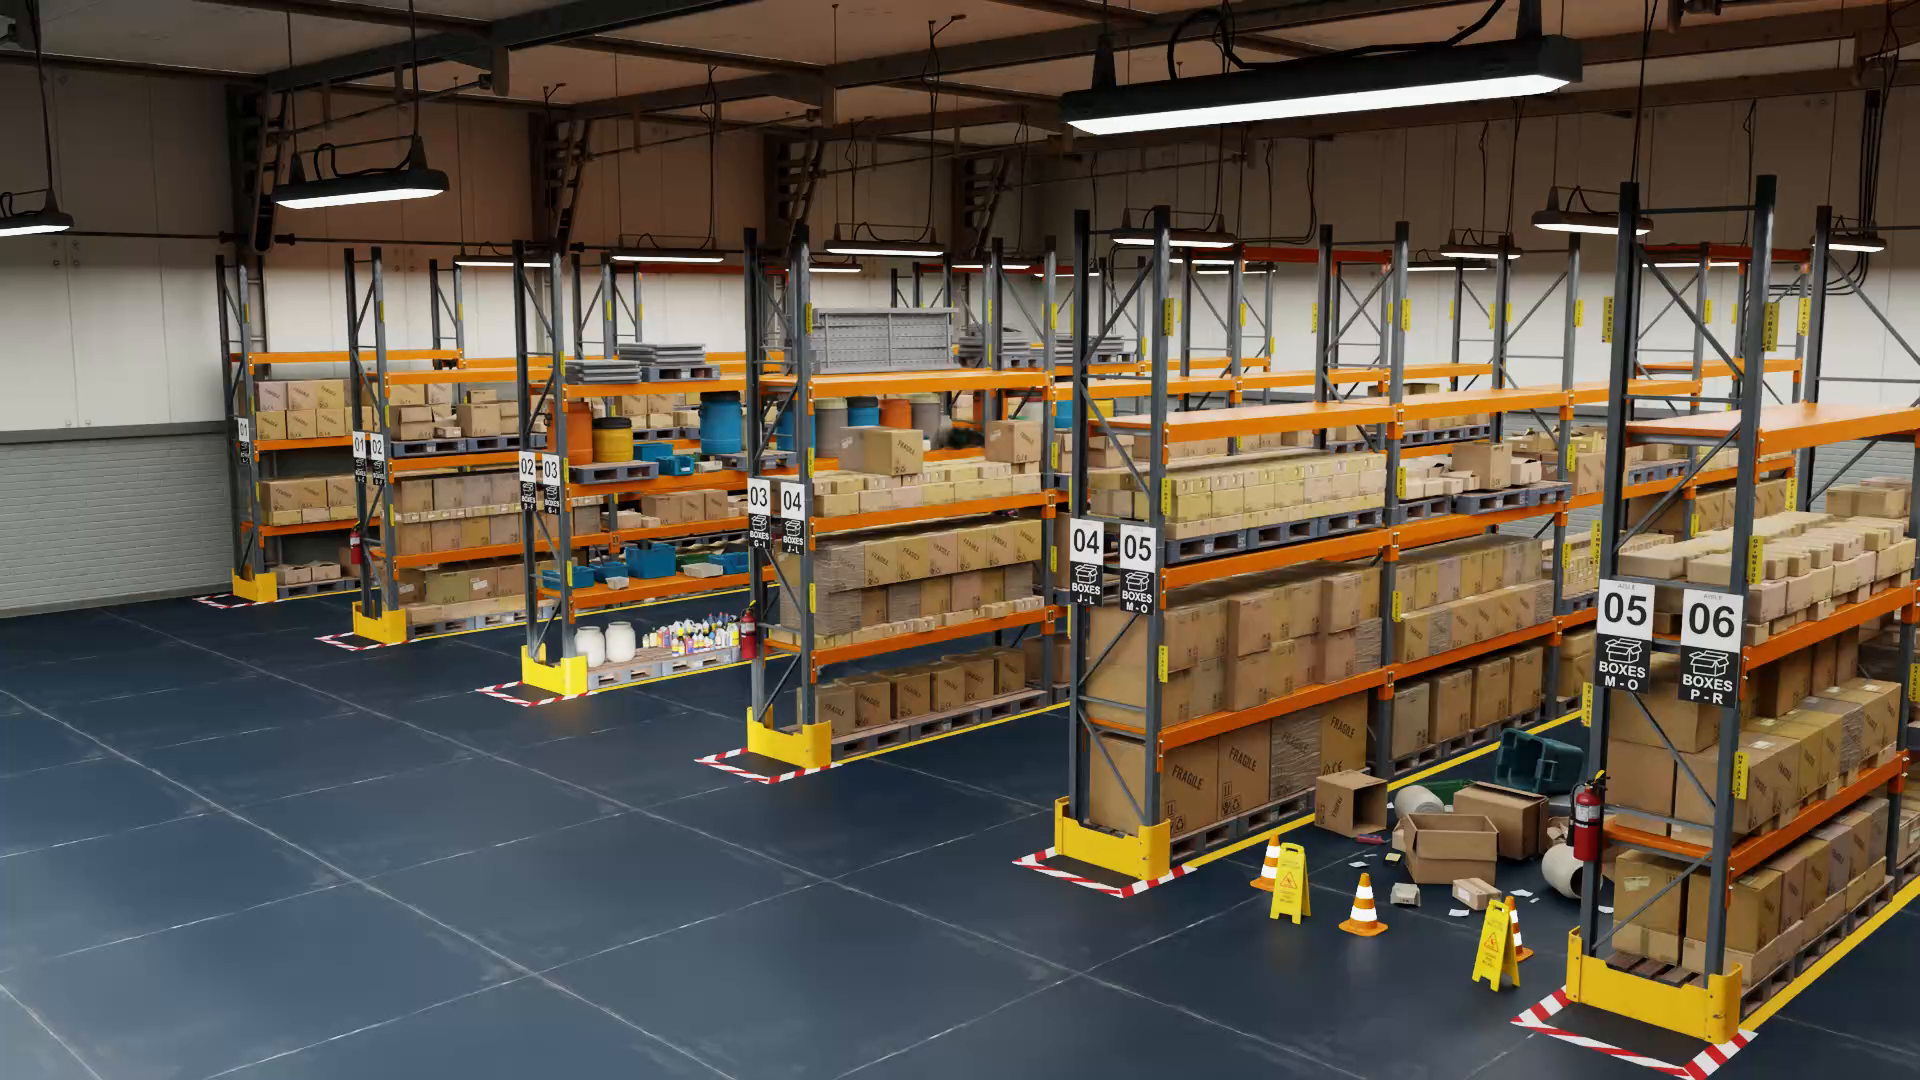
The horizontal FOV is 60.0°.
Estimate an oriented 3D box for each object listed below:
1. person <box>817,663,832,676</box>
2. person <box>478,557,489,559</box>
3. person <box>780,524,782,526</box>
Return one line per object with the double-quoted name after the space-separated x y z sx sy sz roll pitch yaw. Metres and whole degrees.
-1.934 1.021 23.282 0.701 1.734 0.620 1 8 8 "person"
-8.377 0.134 29.425 0.678 1.753 0.960 3 9 19 "person"
-2.681 0.170 27.600 0.561 1.678 0.915 7 10 39 "person"
